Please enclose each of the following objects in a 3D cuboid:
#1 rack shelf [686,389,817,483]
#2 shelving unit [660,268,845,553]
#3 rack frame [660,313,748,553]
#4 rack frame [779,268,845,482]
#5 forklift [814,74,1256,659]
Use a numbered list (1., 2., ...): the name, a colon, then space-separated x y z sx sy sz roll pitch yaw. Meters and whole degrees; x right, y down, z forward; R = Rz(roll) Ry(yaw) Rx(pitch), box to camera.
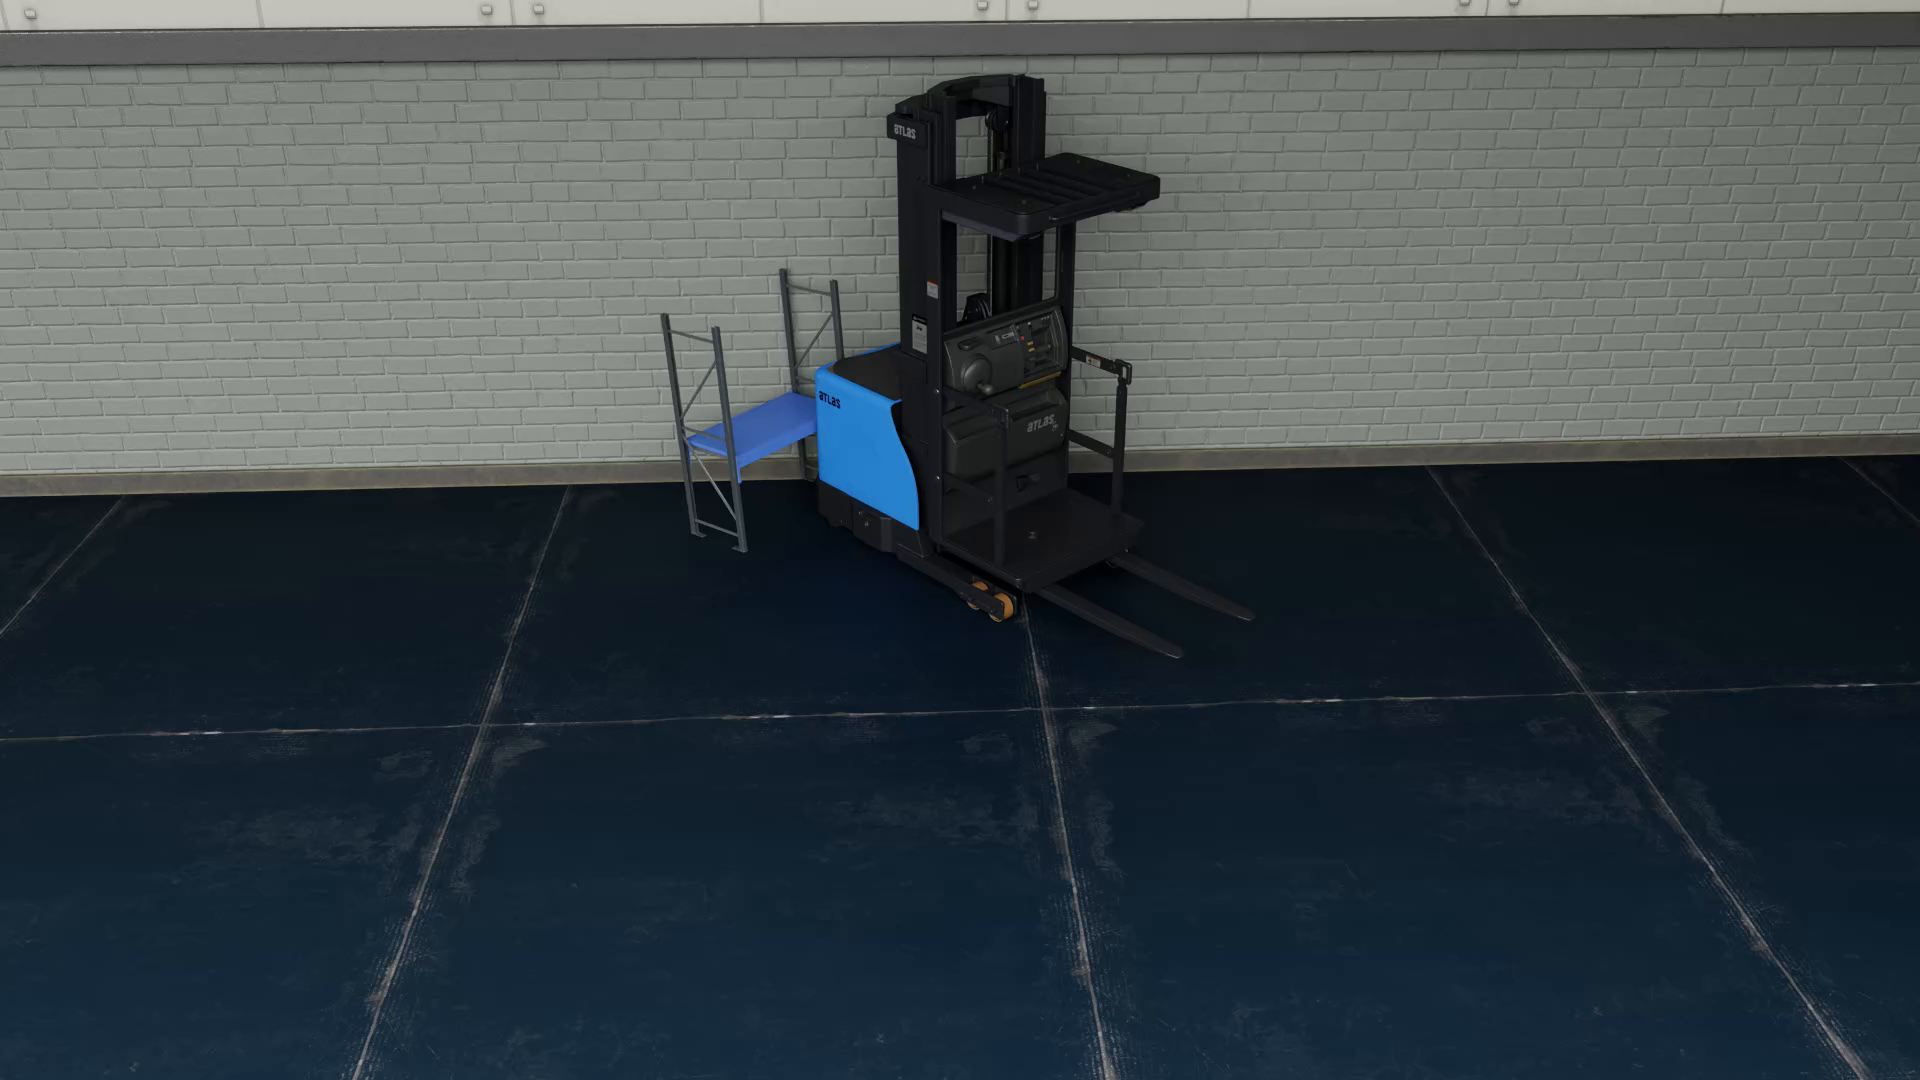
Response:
1. rack shelf: -1.253 -0.686 10.774 0.538 0.185 1.000 18 34 36
2. shelving unit: -1.263 -0.846 10.693 0.538 1.500 1.048 18 34 36
3. rack frame: -1.588 -0.654 10.353 0.500 1.500 0.032 18 34 36
4. rack frame: -0.938 -1.038 11.034 0.500 1.500 0.032 18 34 36
5. forklift: 0.420 -1.084 9.658 1.130 2.935 3.031 -23 35 -36
